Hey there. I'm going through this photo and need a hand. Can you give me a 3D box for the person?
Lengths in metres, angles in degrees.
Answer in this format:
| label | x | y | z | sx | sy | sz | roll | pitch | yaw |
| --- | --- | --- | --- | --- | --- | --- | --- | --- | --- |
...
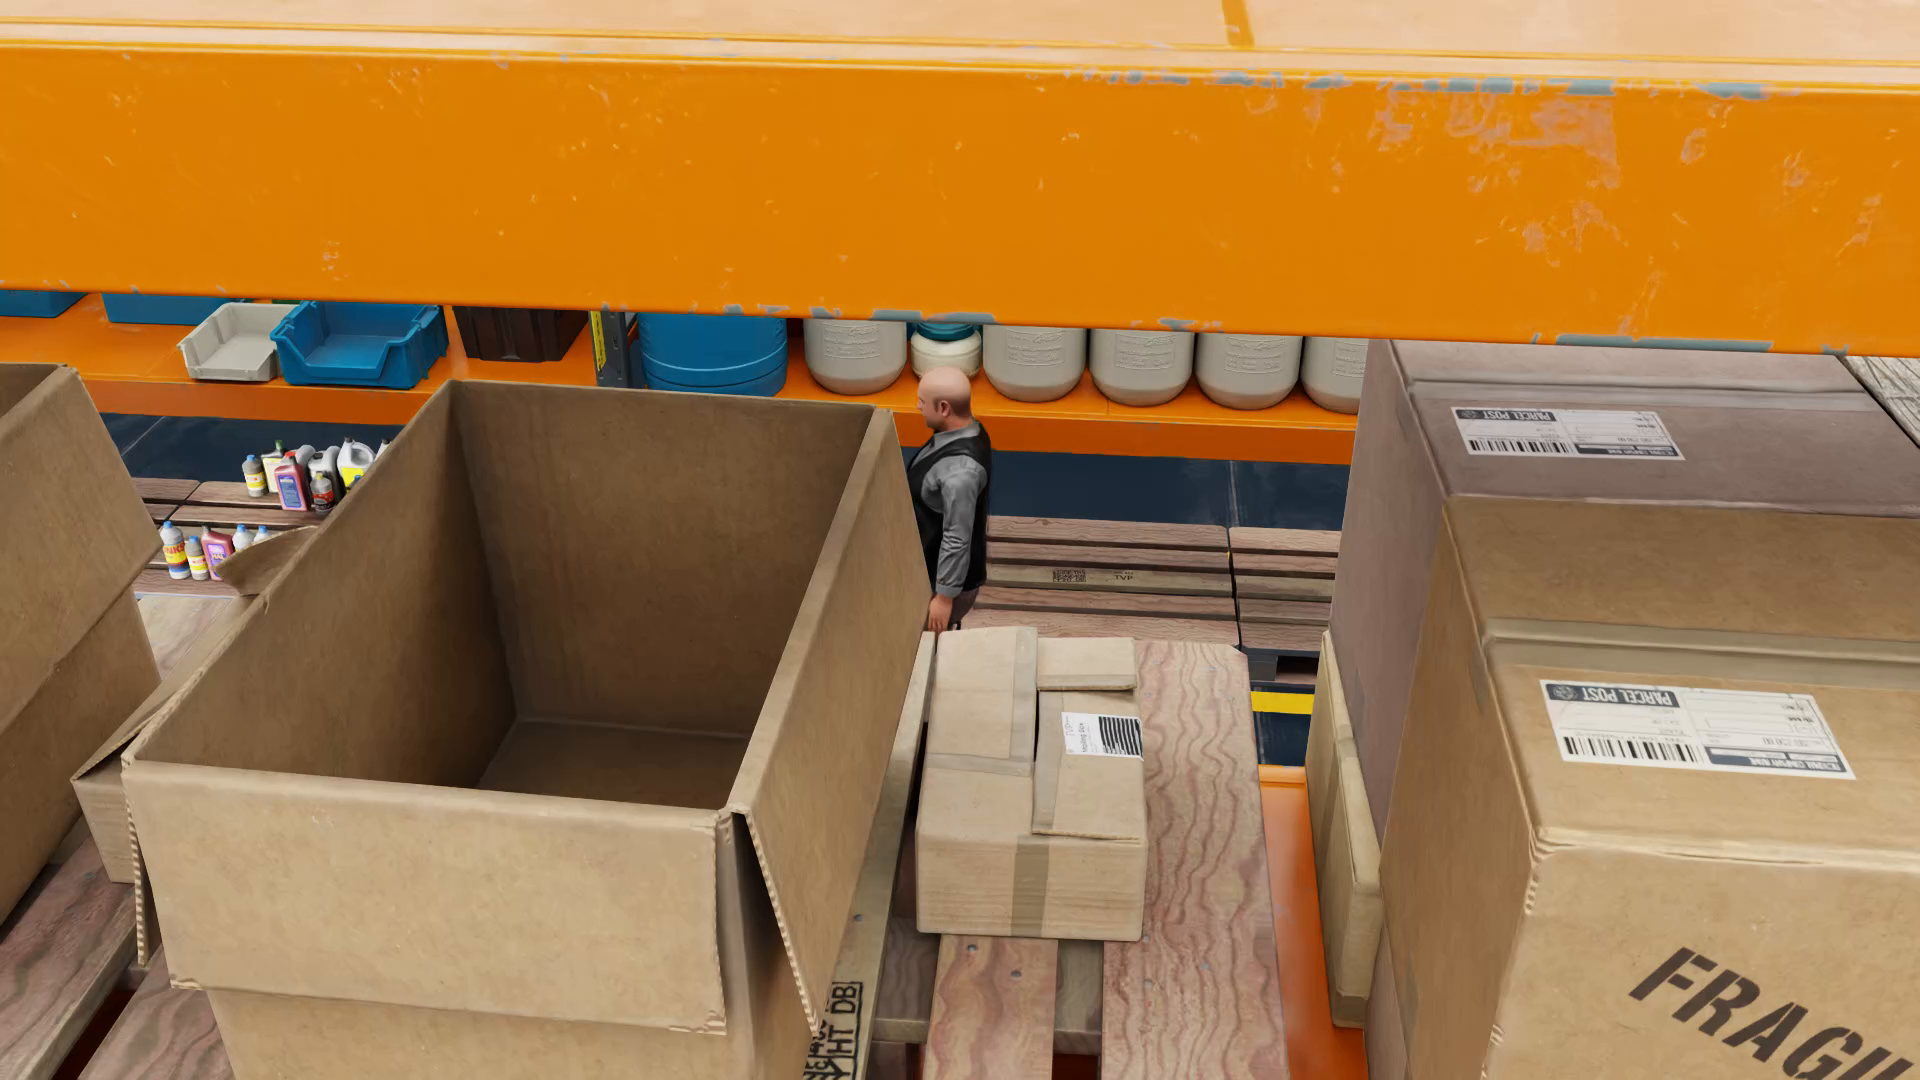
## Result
| label | x | y | z | sx | sy | sz | roll | pitch | yaw |
| --- | --- | --- | --- | --- | --- | --- | --- | --- | --- |
| person | -0.135 | 0.132 | 6.442 | 0.551 | 1.711 | 0.584 | 0 | 32 | 1 |
